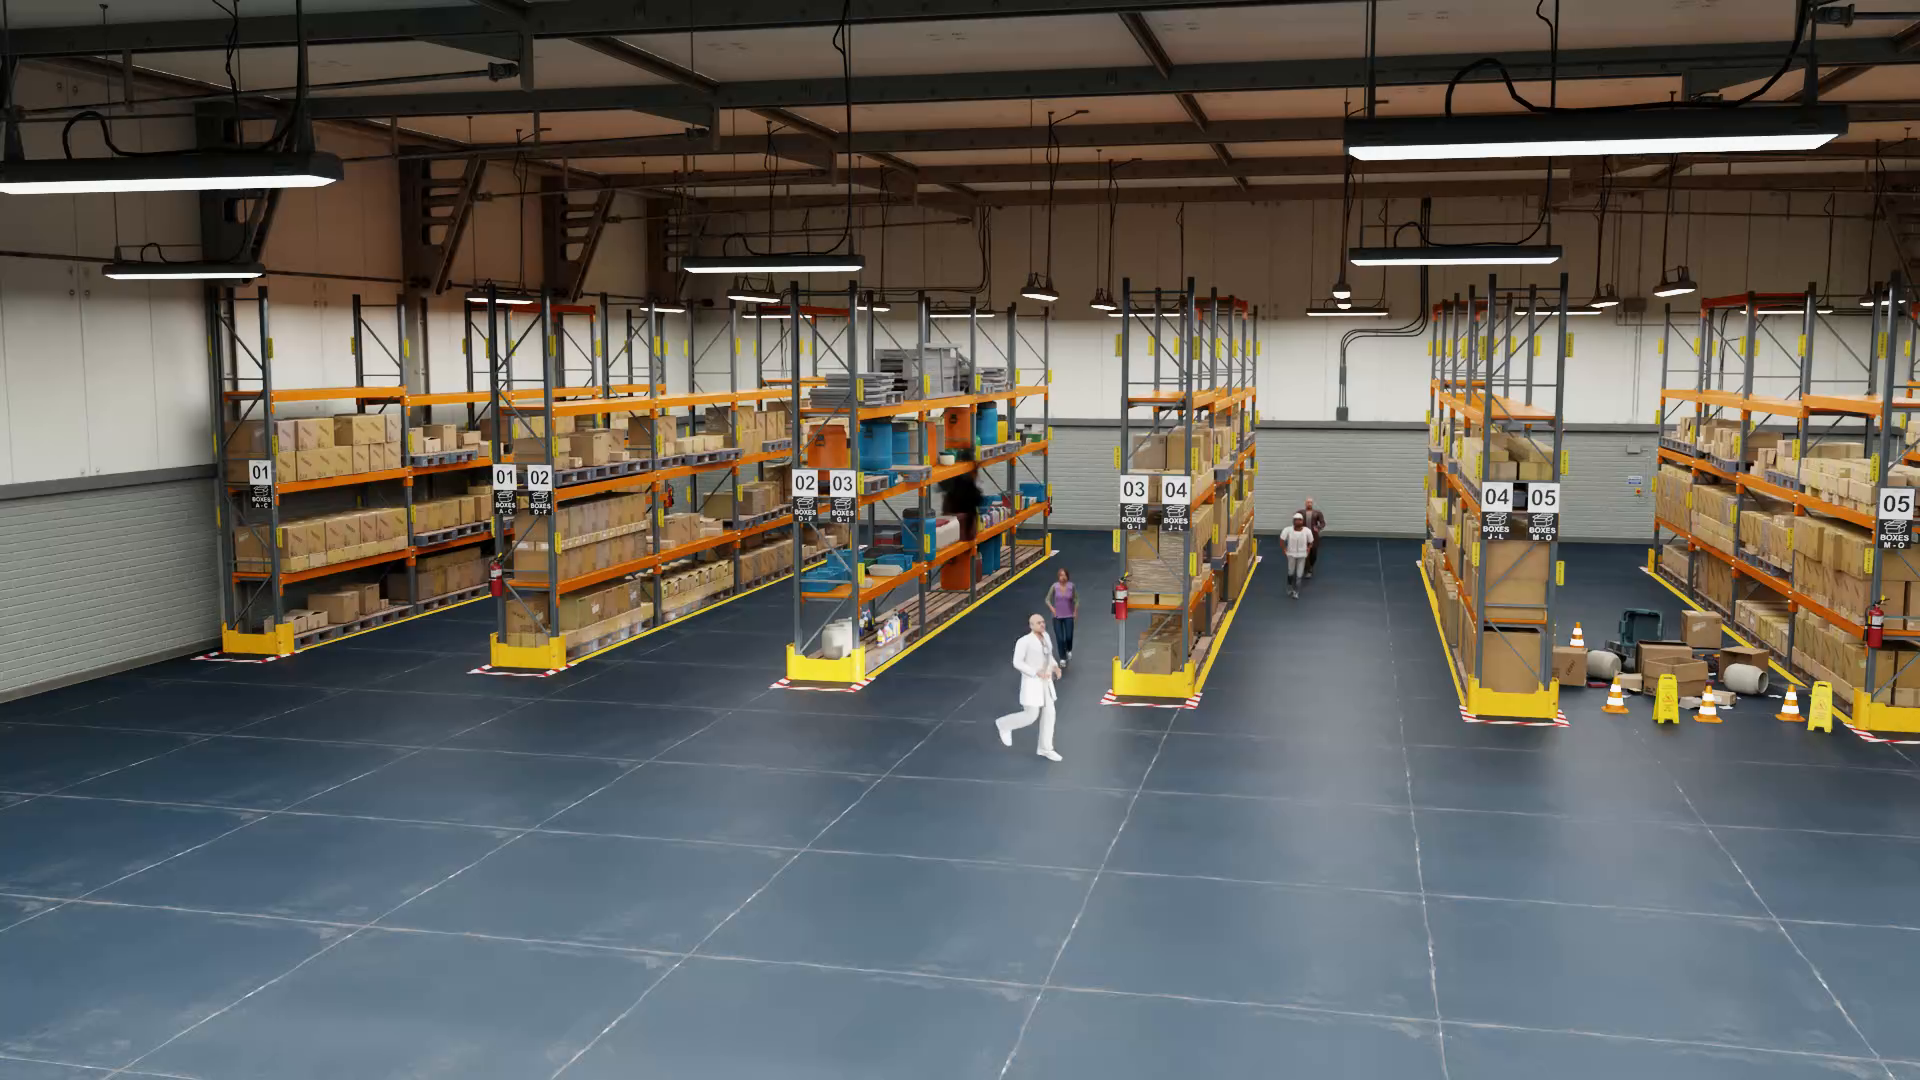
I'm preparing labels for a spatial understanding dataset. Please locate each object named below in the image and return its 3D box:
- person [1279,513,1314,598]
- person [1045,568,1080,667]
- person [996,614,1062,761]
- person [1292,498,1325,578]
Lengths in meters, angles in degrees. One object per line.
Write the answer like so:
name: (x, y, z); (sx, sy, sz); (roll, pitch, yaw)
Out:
person: (6.736, 0.320, 33.277); (0.677, 1.719, 0.567); (1, 7, 7)
person: (1.616, 1.223, 26.190); (0.553, 1.563, 0.533); (0, 7, 3)
person: (0.902, 1.788, 20.525); (0.934, 1.781, 0.718); (6, 9, 44)
person: (7.642, -0.054, 36.473); (0.709, 1.742, 0.799); (1, 7, 11)
